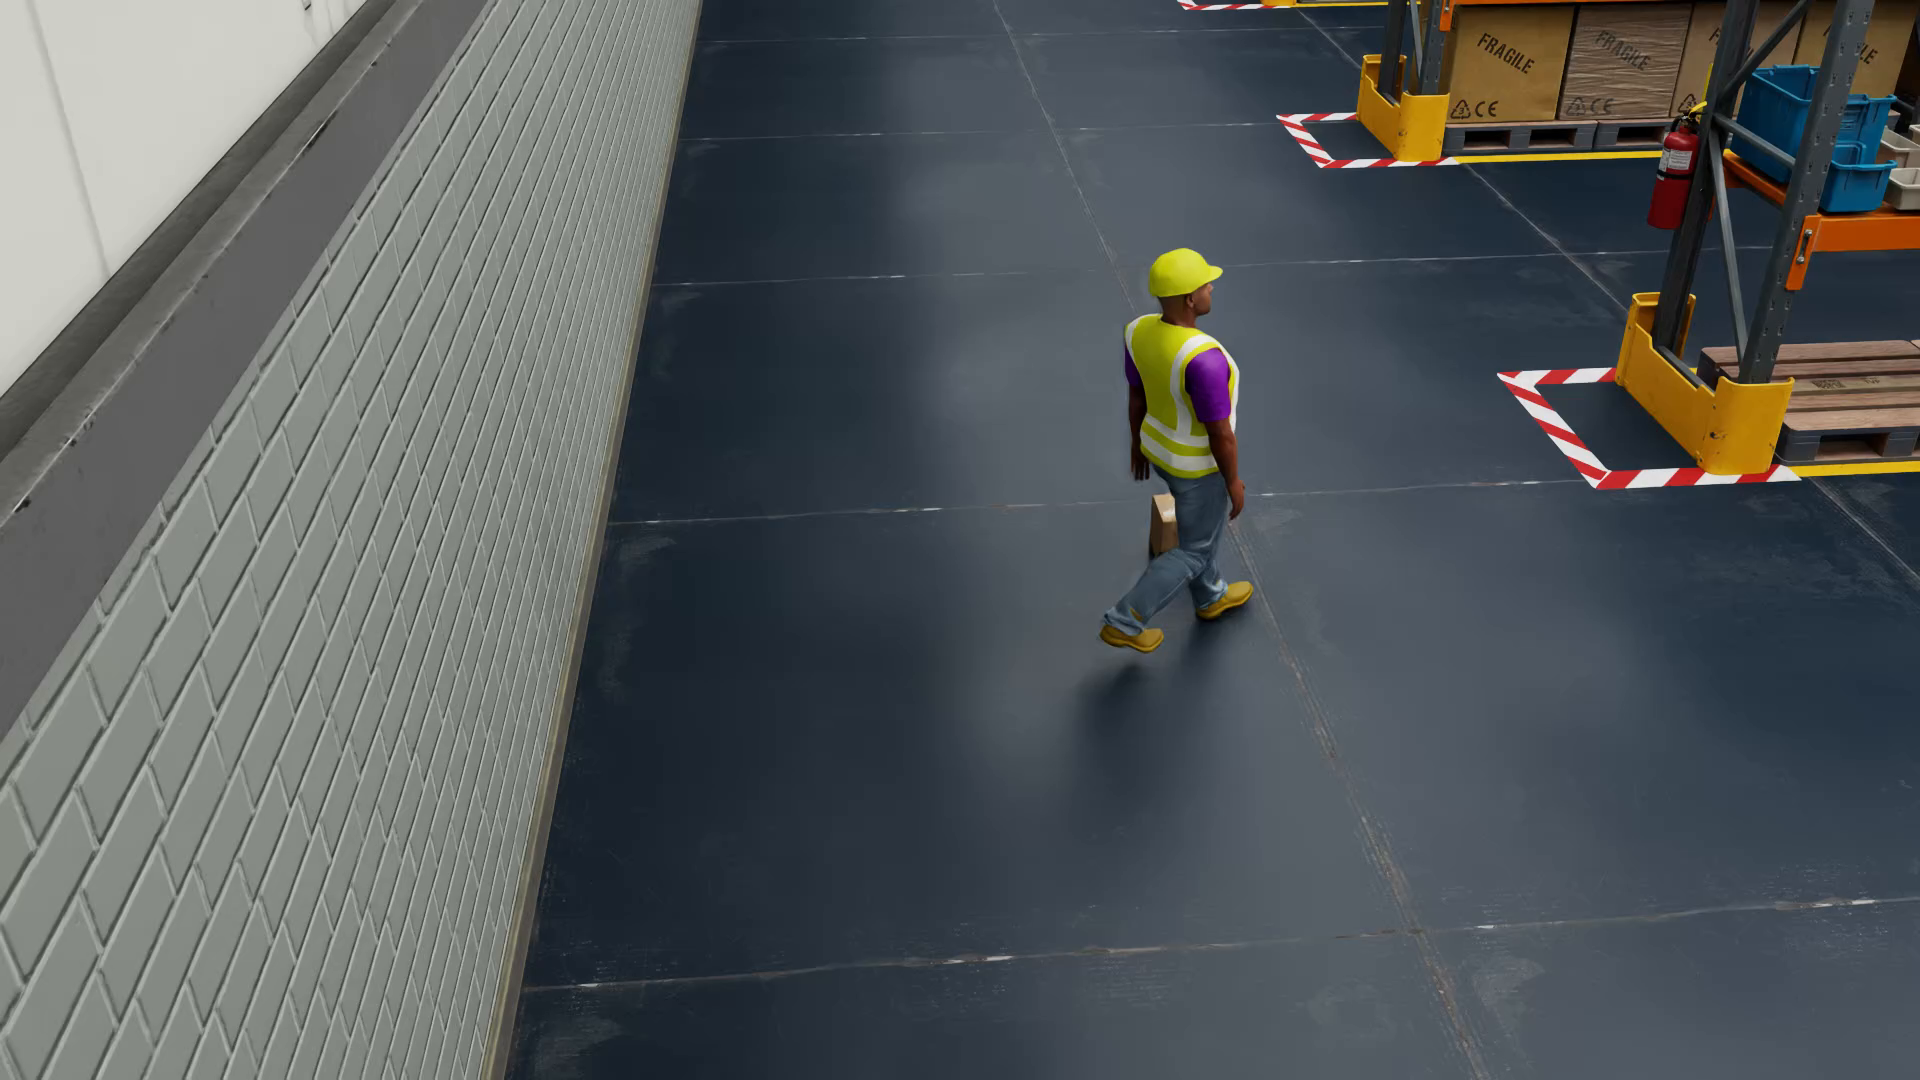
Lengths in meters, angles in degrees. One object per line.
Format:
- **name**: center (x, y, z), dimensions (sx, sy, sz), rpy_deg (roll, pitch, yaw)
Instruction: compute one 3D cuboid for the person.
- **person**: center (0.939, -0.340, 6.679), dimensions (0.897, 1.742, 0.581), rpy_deg (-14, 34, -22)
